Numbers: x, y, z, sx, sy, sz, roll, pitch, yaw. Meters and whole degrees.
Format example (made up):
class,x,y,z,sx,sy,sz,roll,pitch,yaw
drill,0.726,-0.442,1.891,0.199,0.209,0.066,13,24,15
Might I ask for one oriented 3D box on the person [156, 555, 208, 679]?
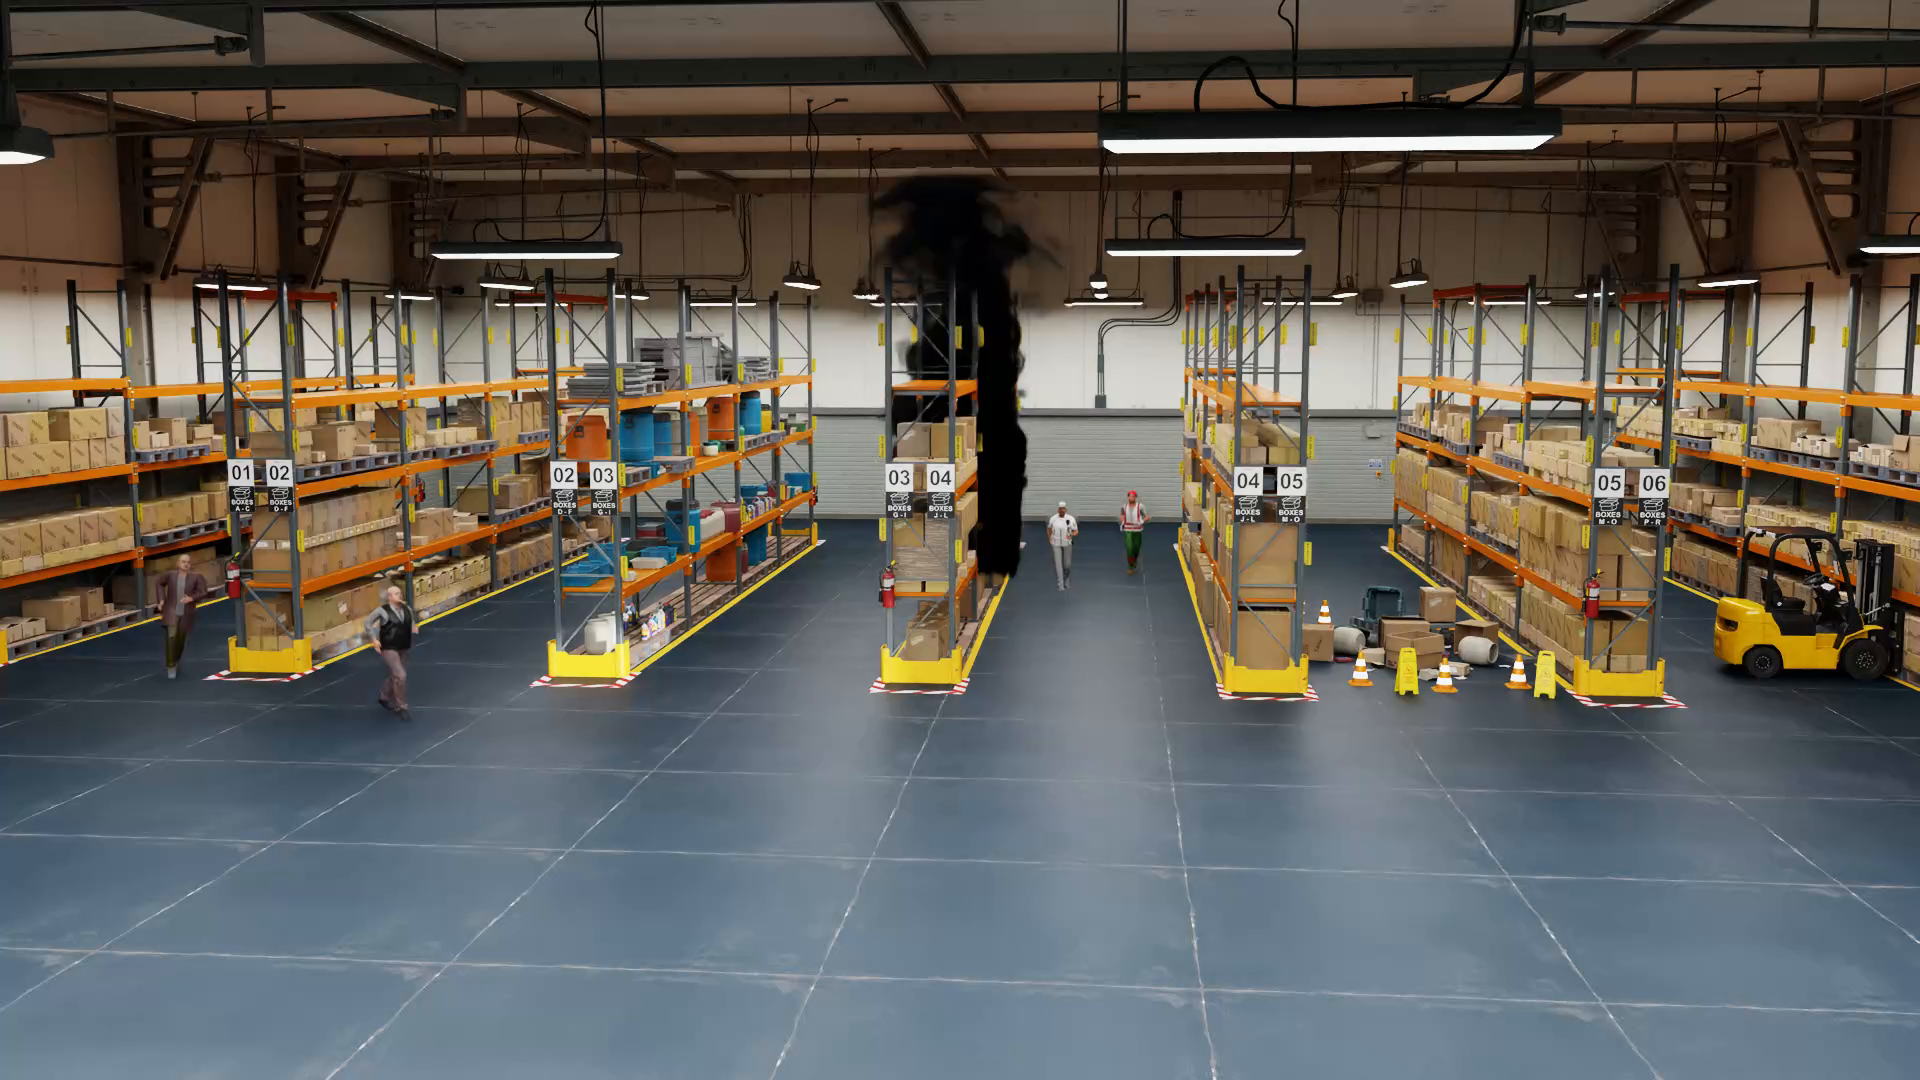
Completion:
class,x,y,z,sx,sy,sz,roll,pitch,yaw
person,-11.624,1.225,24.905,0.686,1.593,0.879,-4,8,-28

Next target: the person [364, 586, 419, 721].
class,x,y,z,sx,sy,sz,roll,pitch,yaw
person,-7.489,1.484,22.030,0.784,1.772,0.653,4,8,29

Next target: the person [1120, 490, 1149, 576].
class,x,y,z,sx,sy,sz,roll,pitch,yaw
person,3.702,-0.173,35.411,0.644,1.786,0.867,1,7,12

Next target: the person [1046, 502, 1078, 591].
class,x,y,z,sx,sy,sz,roll,pitch,yaw
person,1.915,0.114,31.253,0.609,1.659,0.634,1,7,6
